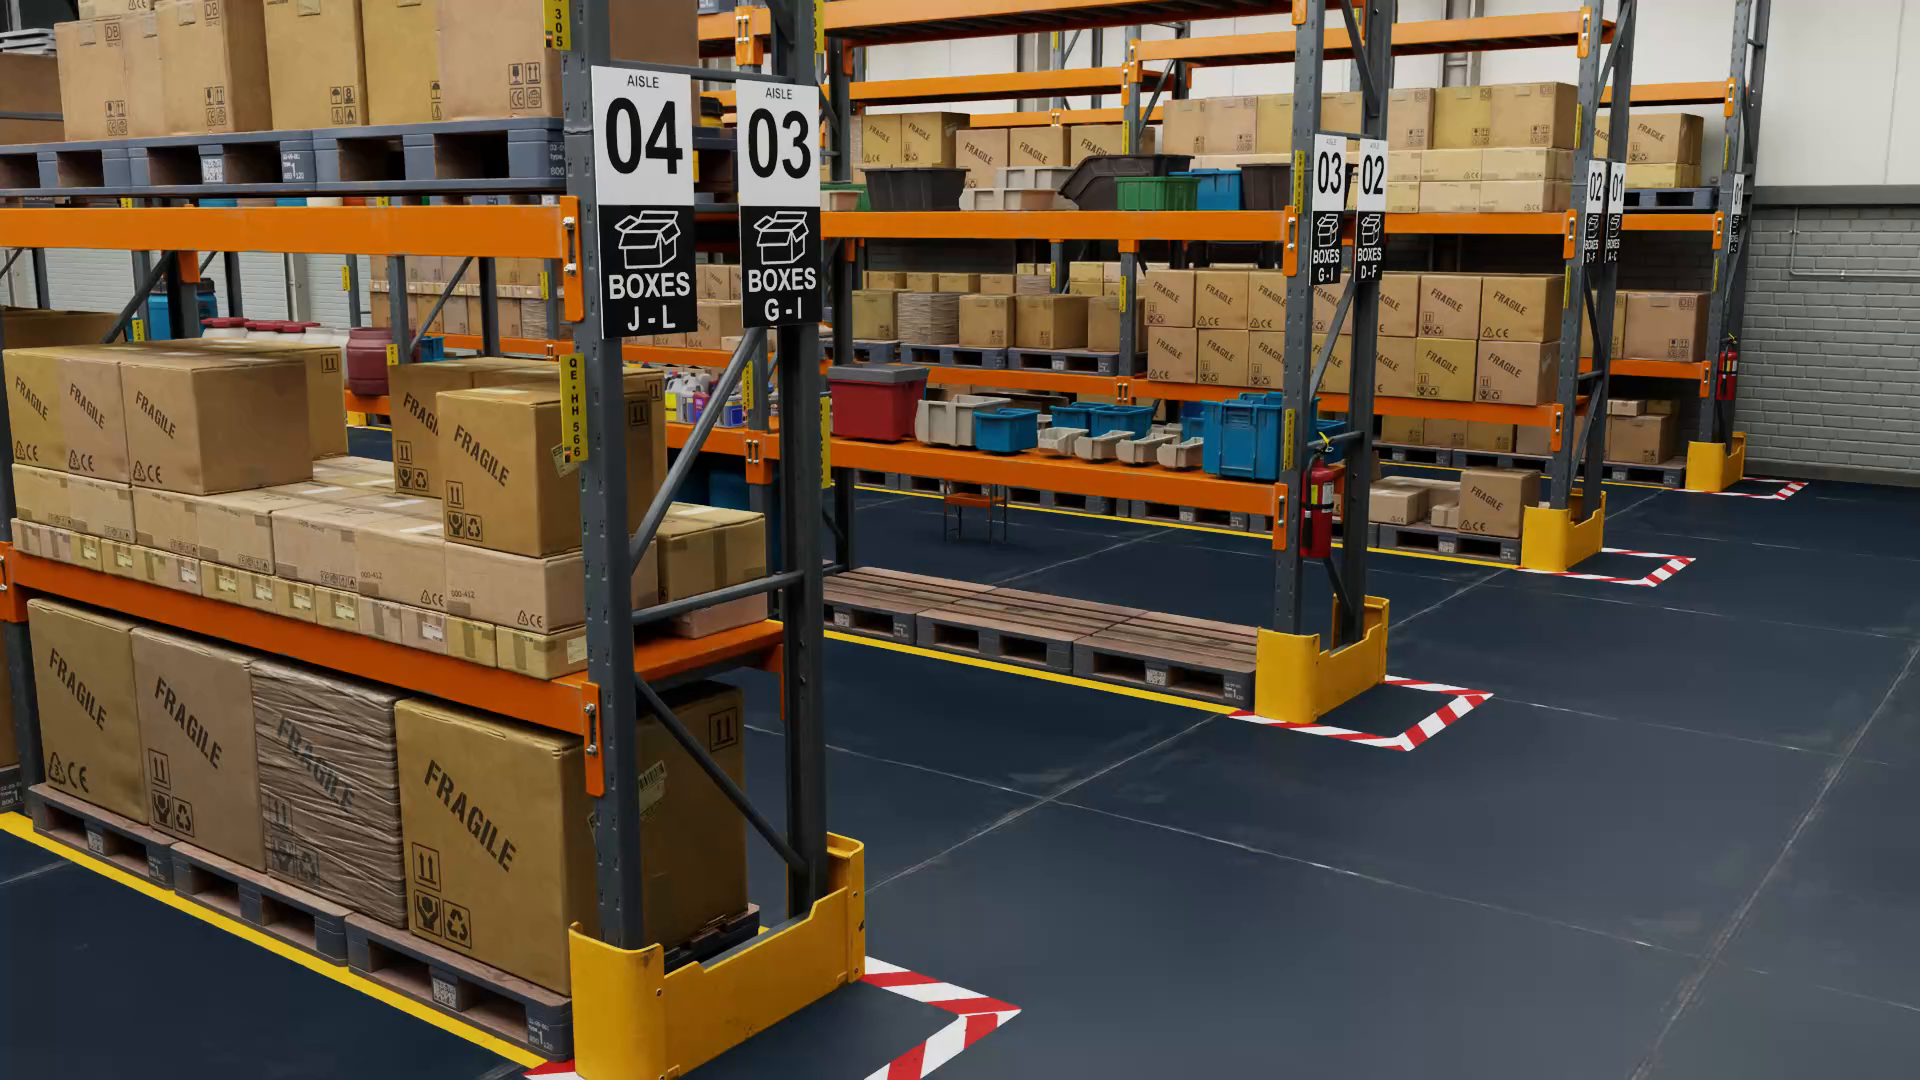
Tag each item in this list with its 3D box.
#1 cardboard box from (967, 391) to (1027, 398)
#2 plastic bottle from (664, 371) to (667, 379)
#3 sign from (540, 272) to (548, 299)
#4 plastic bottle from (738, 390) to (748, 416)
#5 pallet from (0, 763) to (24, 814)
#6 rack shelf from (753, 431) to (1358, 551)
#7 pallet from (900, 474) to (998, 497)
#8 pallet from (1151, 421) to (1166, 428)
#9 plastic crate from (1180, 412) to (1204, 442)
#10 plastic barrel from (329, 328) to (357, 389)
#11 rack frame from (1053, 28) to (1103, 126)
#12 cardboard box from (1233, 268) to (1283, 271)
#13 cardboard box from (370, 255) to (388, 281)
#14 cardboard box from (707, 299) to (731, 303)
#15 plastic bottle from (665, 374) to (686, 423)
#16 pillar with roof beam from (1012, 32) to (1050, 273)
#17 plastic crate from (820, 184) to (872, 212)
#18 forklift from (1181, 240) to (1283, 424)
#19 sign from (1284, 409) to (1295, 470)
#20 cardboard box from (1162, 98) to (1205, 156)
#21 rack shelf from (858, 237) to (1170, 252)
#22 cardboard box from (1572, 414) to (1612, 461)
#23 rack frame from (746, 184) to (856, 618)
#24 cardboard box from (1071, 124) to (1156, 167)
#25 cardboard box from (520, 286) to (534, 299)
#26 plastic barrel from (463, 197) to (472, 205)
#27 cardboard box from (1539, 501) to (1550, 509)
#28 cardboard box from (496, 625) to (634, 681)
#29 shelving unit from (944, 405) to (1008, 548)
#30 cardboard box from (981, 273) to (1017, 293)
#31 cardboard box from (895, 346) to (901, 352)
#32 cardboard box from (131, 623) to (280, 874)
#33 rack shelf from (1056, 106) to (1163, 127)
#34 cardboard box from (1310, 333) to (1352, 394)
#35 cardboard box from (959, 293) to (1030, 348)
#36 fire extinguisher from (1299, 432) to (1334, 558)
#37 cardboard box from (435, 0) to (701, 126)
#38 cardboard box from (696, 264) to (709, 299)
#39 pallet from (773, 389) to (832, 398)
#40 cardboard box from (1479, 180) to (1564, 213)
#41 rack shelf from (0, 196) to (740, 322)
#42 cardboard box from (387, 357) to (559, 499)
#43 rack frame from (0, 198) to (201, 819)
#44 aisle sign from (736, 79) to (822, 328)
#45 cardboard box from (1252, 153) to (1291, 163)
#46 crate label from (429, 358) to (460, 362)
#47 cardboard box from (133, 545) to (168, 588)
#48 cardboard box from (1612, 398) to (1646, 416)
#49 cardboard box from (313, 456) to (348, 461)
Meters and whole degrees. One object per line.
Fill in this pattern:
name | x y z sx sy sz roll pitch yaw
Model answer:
cardboard box | 0.356 -1.378 17.205 0.500 0.250 0.500 8 13 34
plastic bottle | -2.359 -1.209 13.218 0.097 0.271 0.097 0 11 0
sign | -4.963 -3.039 19.854 0.005 0.325 0.100 8 13 36
plastic bottle | -1.624 -1.036 12.510 0.097 0.201 0.097 0 11 0
pallet | -4.721 1.049 8.551 1.213 0.211 1.003 8 13 36
rack shelf | 0.489 -0.425 10.723 4.000 0.370 1.077 8 13 36
pallet | 0.147 -0.615 17.151 1.213 0.211 1.003 8 13 36
pallet | 3.087 -1.363 21.019 1.213 0.211 1.003 8 13 36
plastic crate | 1.567 -0.653 10.289 0.300 0.233 0.416 8 13 36
plastic barrel | -5.302 -1.591 14.560 0.421 0.512 0.421 0 11 0
rack frame | 1.517 -5.915 21.412 0.127 3.000 1.000 8 13 36
cardboard box | 2.788 -2.227 15.246 0.500 0.500 0.500 8 13 34
cardboard box | -7.448 -3.736 22.264 0.500 0.500 0.700 8 14 36
cardboard box | -3.485 -3.530 25.221 0.500 0.250 0.500 8 14 36
plastic bottle | -2.057 -1.032 12.097 0.185 0.351 0.144 8 13 36
pillar with roof beam | -1.567 -5.534 19.445 0.400 9.000 9.100 8 13 36
plastic crate | -0.602 -2.370 11.545 0.662 0.188 0.450 8 13 36
forklift | 3.025 -2.280 18.596 1.130 2.935 3.031 2 11 8
sign | 1.789 -0.547 9.032 0.005 0.325 0.100 8 13 36
cardboard box | 2.227 -3.725 15.093 0.500 0.500 0.700 8 13 36
rack shelf | 0.200 -3.105 16.680 4.000 0.370 1.077 8 13 36
cardboard box | 6.939 -1.169 18.148 0.500 0.500 0.700 8 13 35
rack frame | -1.123 -1.003 11.817 0.127 3.000 1.000 8 13 36
cardboard box | 1.450 -3.606 15.742 0.600 0.600 0.600 6 13 30
cardboard box | -5.180 -3.054 20.447 0.250 0.149 0.380 8 13 34
plastic barrel | -4.416 -3.062 14.269 0.421 0.512 0.421 0 11 0
cardboard box | 4.902 -0.227 14.155 0.250 0.149 0.380 8 13 36
cardboard box | -1.312 0.339 5.544 0.250 0.149 0.380 8 14 37
shelving unit | 0.133 -0.570 14.320 0.503 1.200 0.258 8 13 36
cardboard box | 0.666 -3.345 22.499 0.500 0.500 0.700 6 13 30
cardboard box | -0.747 -2.647 23.763 0.500 0.250 0.500 8 13 34
cardboard box | -2.844 0.780 7.090 0.875 0.875 0.875 8 13 36
rack shelf | 3.129 -5.140 20.356 4.000 0.370 1.077 8 13 36
cardboard box | 3.289 -1.540 14.332 0.500 0.500 0.500 8 13 35
cardboard box | 0.352 -2.205 16.663 0.500 0.500 0.700 4 12 21
fire extinguisher | 1.954 -0.246 9.088 0.183 0.674 0.296 8 13 36
cardboard box | -1.281 -1.622 5.489 0.500 0.500 0.700 7 13 32
cardboard box | -3.919 -3.957 25.456 0.500 0.500 0.500 7 13 34
pallet | -2.269 -2.120 24.933 1.213 0.211 1.003 8 13 36
cardboard box | 4.466 -2.728 13.230 0.500 0.250 0.500 8 13 36
rack shelf | -2.442 -1.139 6.519 4.000 0.370 1.077 8 13 36
cardboard box | -1.882 -0.445 6.568 0.500 0.500 0.500 7 13 34
rack frame | -4.054 -0.245 7.898 0.127 3.000 1.000 8 13 36
aisle sign | -0.595 -1.109 5.522 0.004 0.787 0.394 8 13 36
cardboard box | 2.857 -3.199 14.349 0.500 0.250 0.500 8 13 36
crate label | -4.464 -1.475 14.699 0.416 0.233 0.303 8 13 36
cardboard box | -3.169 0.080 6.881 0.250 0.149 0.380 8 13 35
cardboard box | 7.131 -1.417 17.726 0.250 0.149 0.380 8 13 35
cardboard box | -3.125 -0.250 7.536 0.500 0.250 0.500 8 14 37
